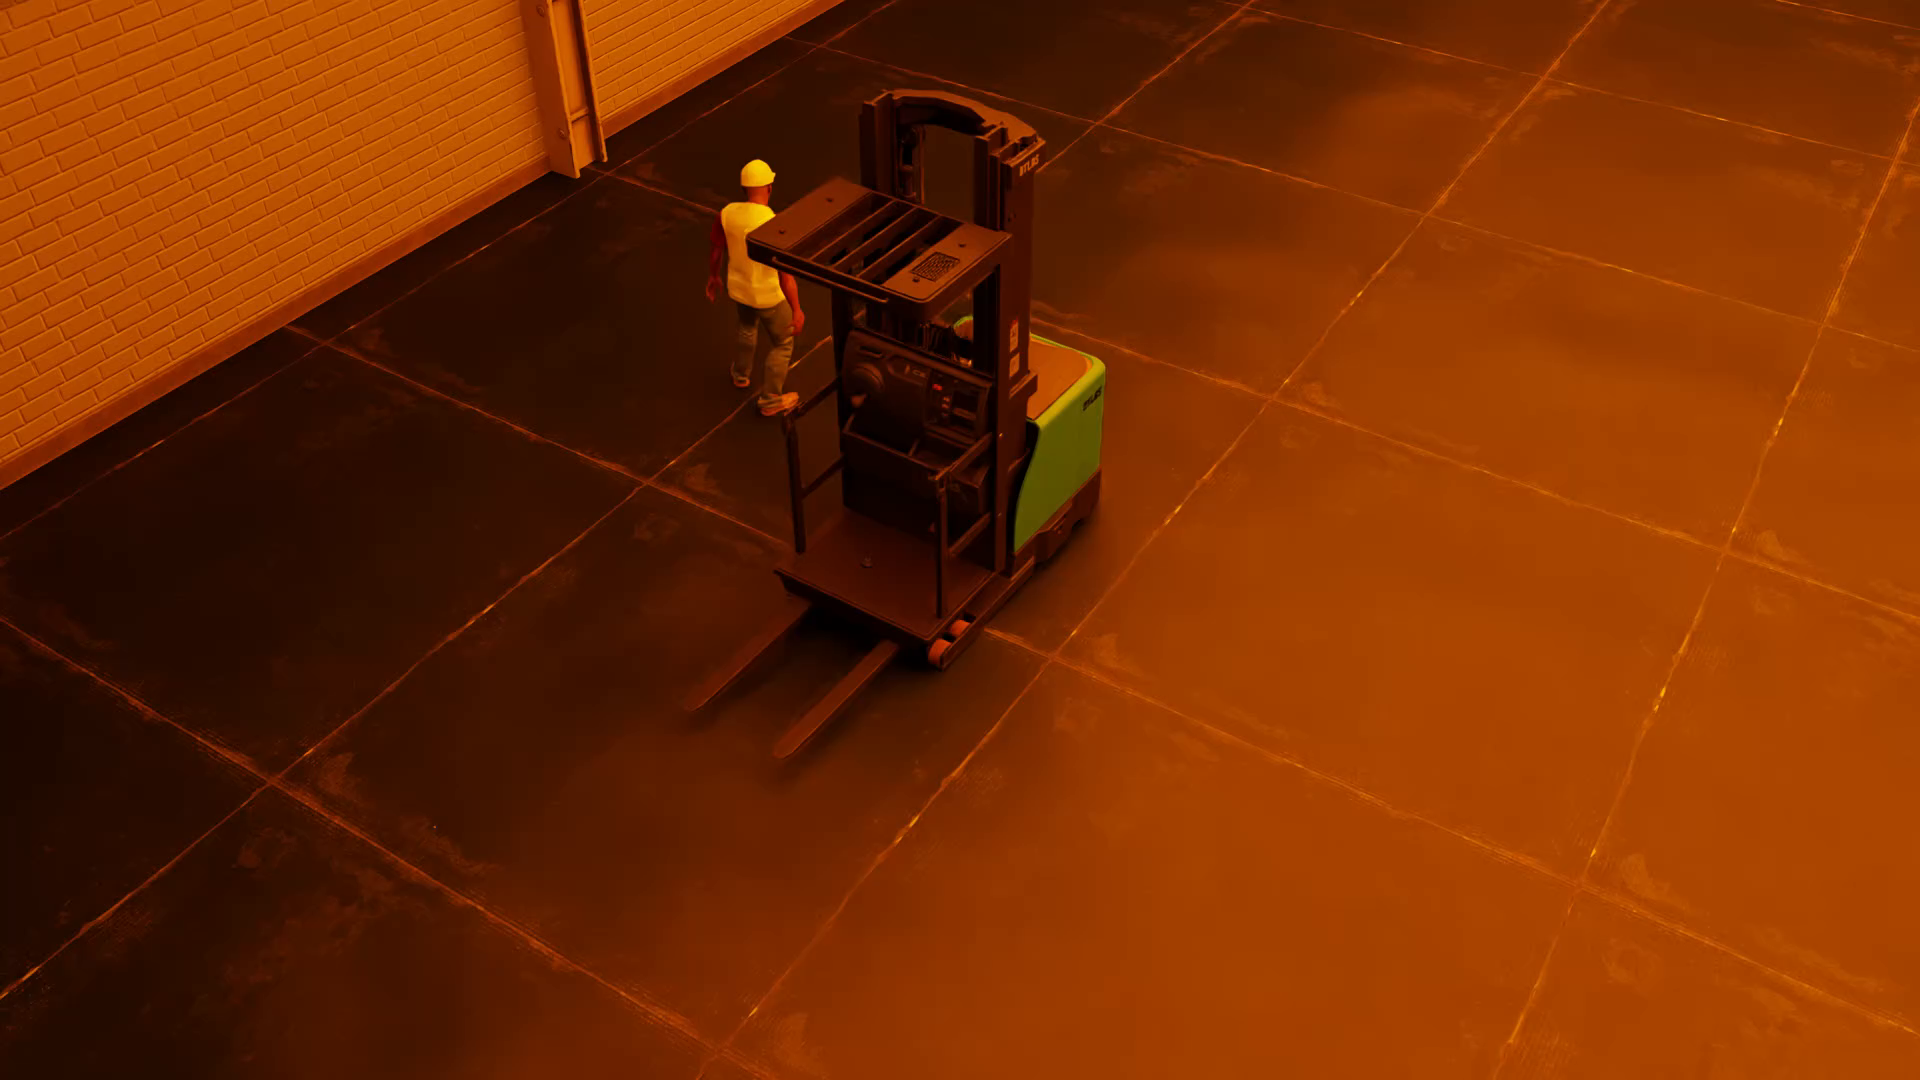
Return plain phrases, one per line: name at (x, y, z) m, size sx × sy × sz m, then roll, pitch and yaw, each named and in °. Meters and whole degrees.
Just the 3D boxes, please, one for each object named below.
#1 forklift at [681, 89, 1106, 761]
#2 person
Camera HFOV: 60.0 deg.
forklift at (-0.361, -0.746, 8.847) m, size 1.130 × 2.935 × 3.031 m, roll 23°, pitch 46°, yaw 25°
person at (-1.292, -1.649, 10.846) m, size 0.876 × 1.731 × 0.461 m, roll 26°, pitch 47°, yaw 27°
